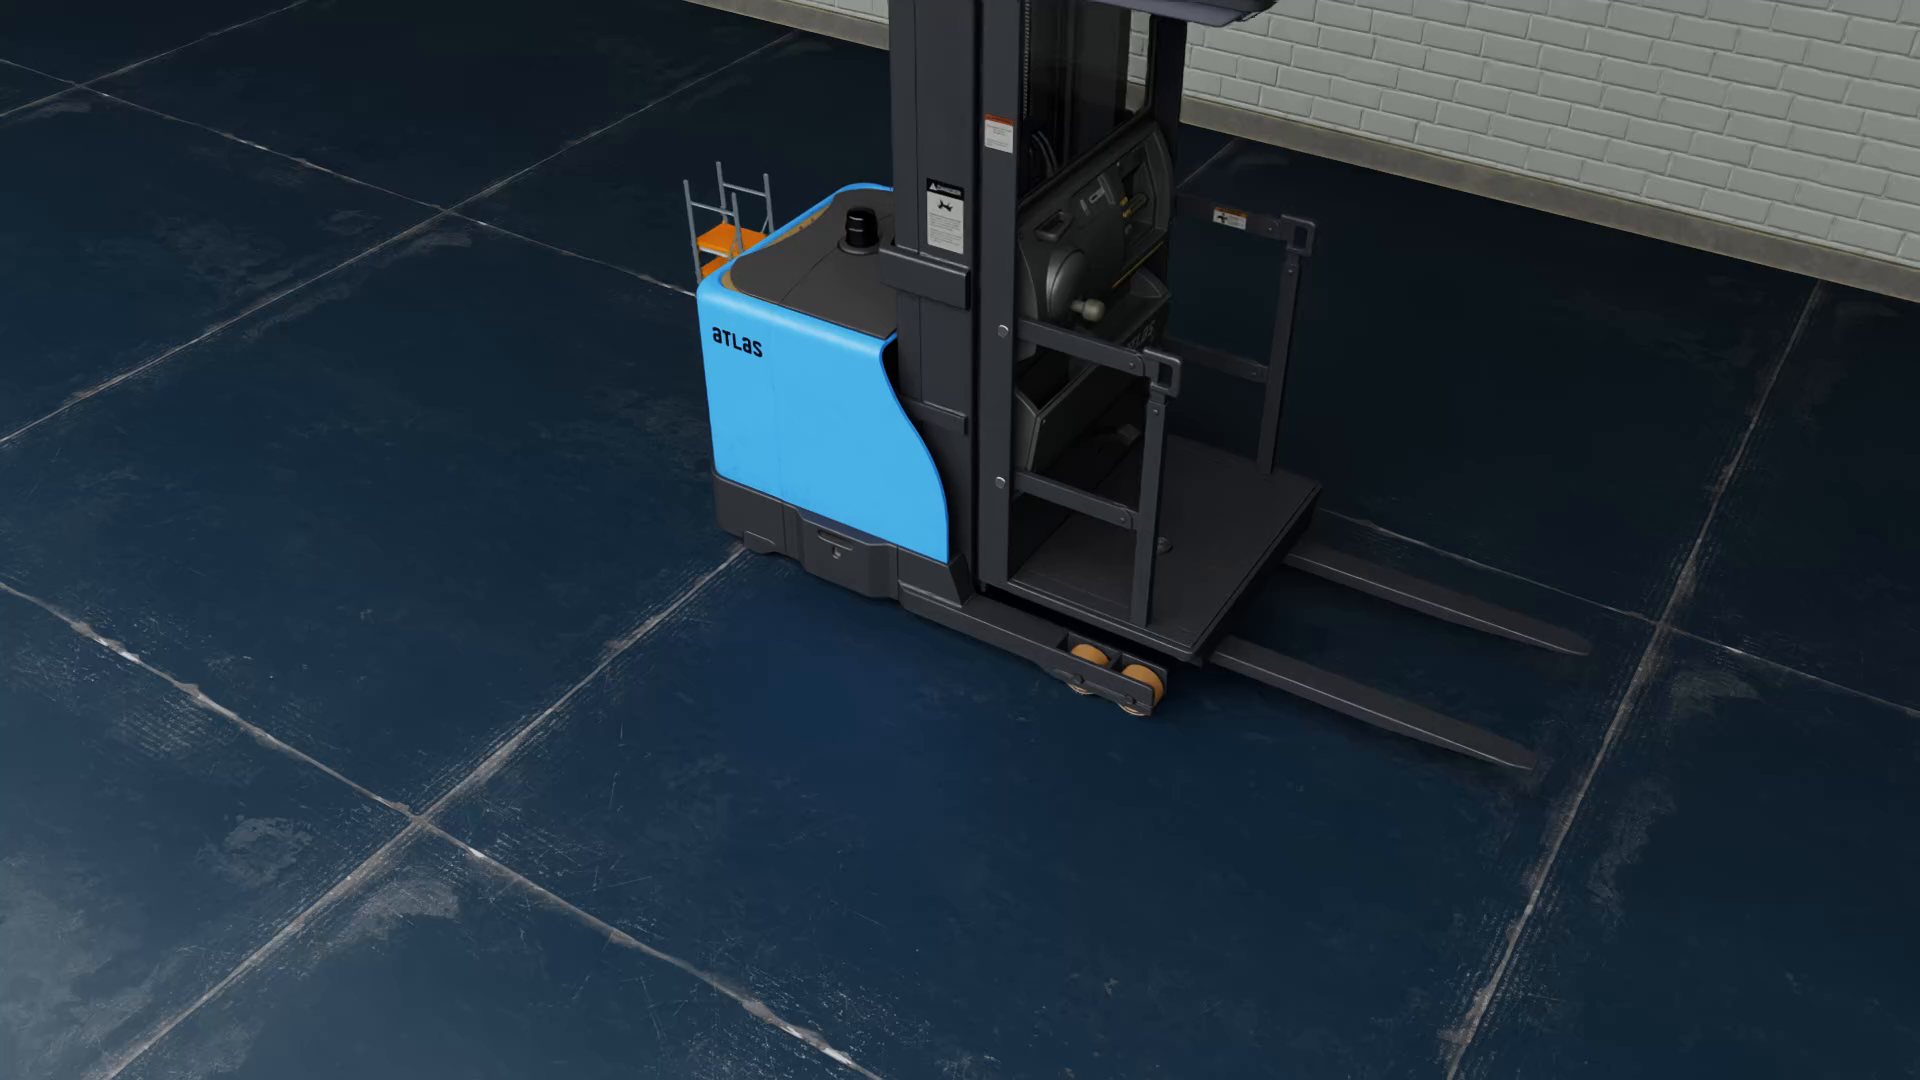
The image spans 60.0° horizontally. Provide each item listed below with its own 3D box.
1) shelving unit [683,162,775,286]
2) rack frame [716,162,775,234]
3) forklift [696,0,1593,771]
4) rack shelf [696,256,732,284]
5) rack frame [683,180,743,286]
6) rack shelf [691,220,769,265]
[{"bbox_3d":[-0.820,-0.817,6.318,0.258,1.200,0.189,20,42,27],"label":"shelving unit"},{"bbox_3d":[-0.770,-0.864,6.379,0.240,1.200,0.006,20,42,27],"label":"rack frame"},{"bbox_3d":[0.610,-0.954,5.086,3.031,2.935,1.130,21,42,25],"label":"forklift"},{"bbox_3d":[-0.826,-0.975,6.203,0.258,0.103,0.180,20,42,27],"label":"rack shelf"},{"bbox_3d":[-0.869,-0.770,6.257,0.240,1.200,0.006,20,42,27],"label":"rack frame"},{"bbox_3d":[-0.830,-1.071,6.132,0.258,0.103,0.180,20,42,27],"label":"rack shelf"}]
